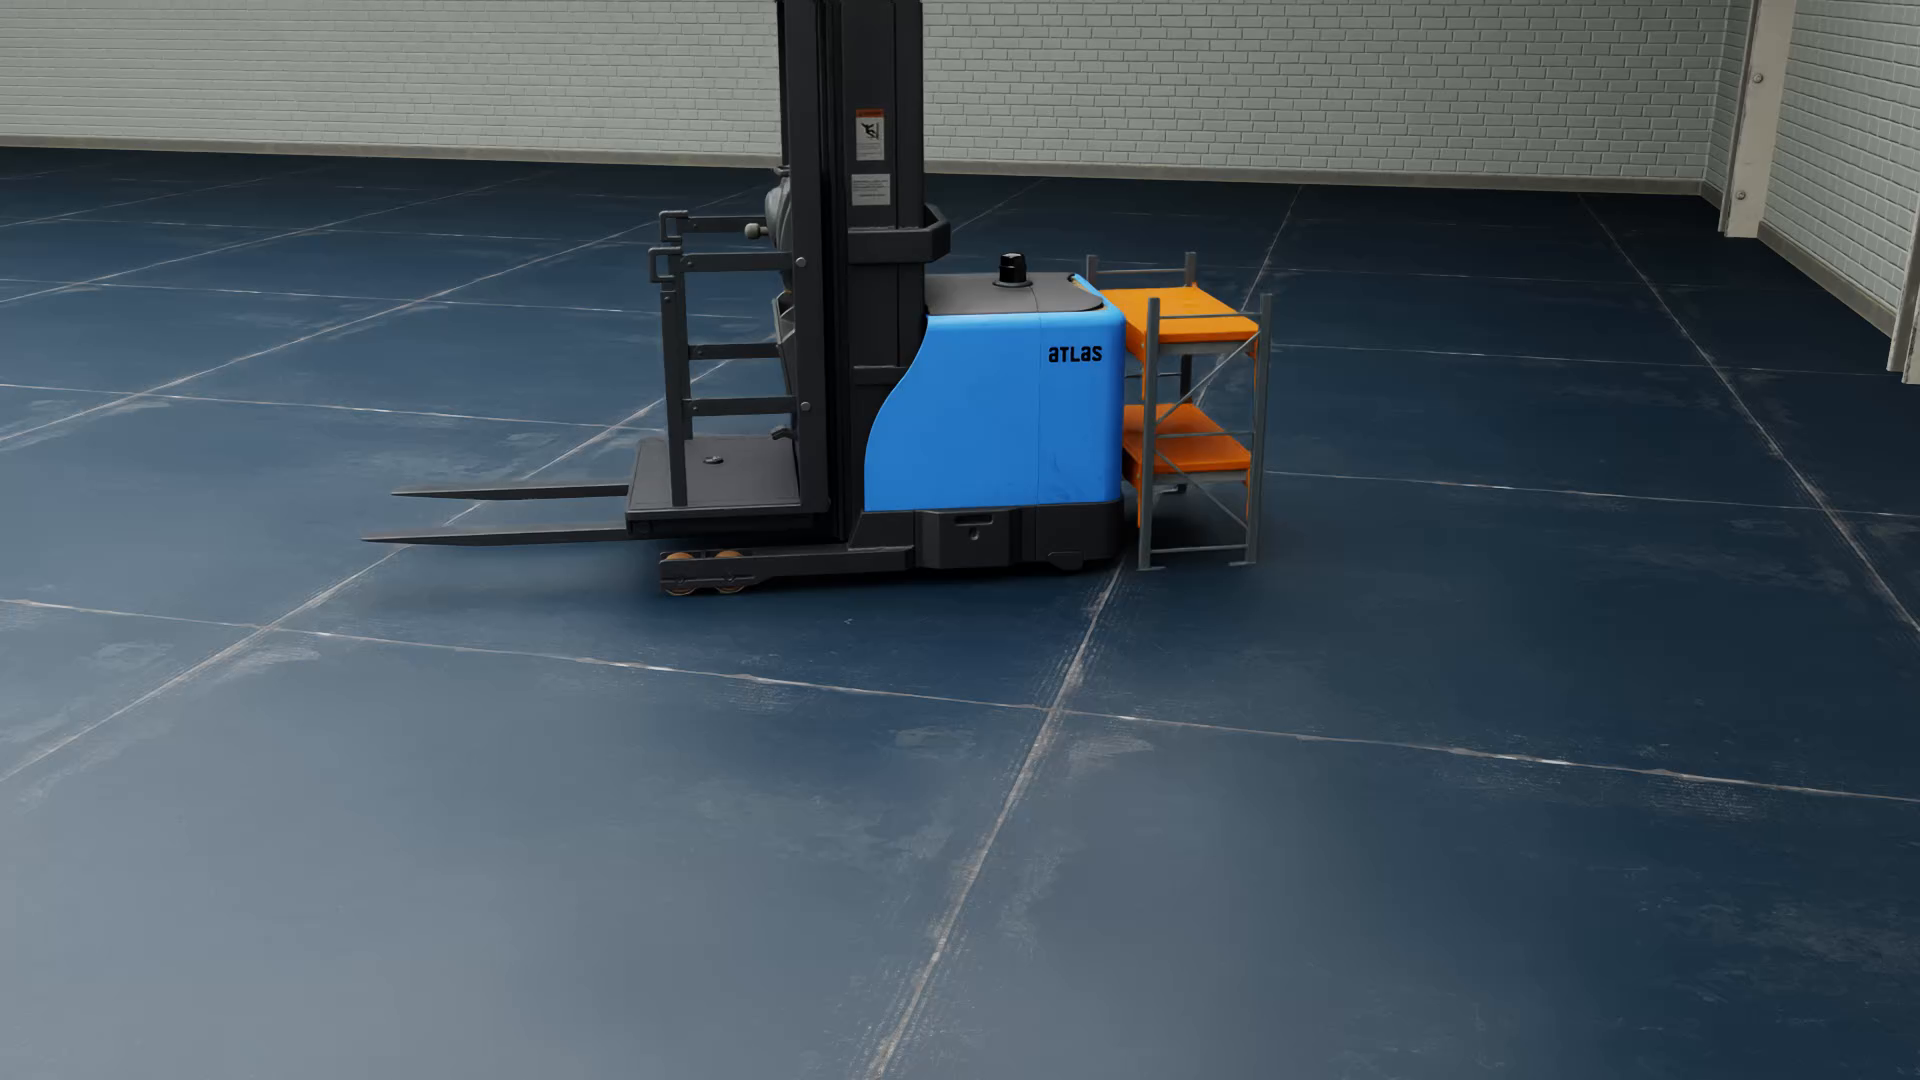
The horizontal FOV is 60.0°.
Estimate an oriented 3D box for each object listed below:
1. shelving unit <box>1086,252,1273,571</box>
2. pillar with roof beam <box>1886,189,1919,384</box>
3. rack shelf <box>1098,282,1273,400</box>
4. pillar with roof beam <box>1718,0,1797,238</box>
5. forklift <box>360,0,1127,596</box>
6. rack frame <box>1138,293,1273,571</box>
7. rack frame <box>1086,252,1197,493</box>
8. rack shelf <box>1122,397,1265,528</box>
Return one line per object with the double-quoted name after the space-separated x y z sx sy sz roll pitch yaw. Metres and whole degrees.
0.898 -0.585 7.155 0.538 1.125 1.048 -3 19 -9 "shelving unit"
1.657 -5.583 9.611 9.100 9.000 0.400 5 19 13 "pillar with roof beam"
0.898 -0.862 7.059 0.538 0.278 1.000 -3 19 -9 "rack shelf"
3.123 -7.464 15.117 9.100 9.000 0.400 5 19 13 "pillar with roof beam"
-0.890 -1.349 6.604 3.031 2.935 1.130 -2 19 -7 "forklift"
0.980 -0.422 6.680 0.500 1.125 0.032 -3 19 -9 "rack frame"
0.815 -0.749 7.629 0.500 1.125 0.032 -3 19 -9 "rack frame"
0.898 -0.354 7.234 0.538 0.278 1.000 -3 19 -9 "rack shelf"
